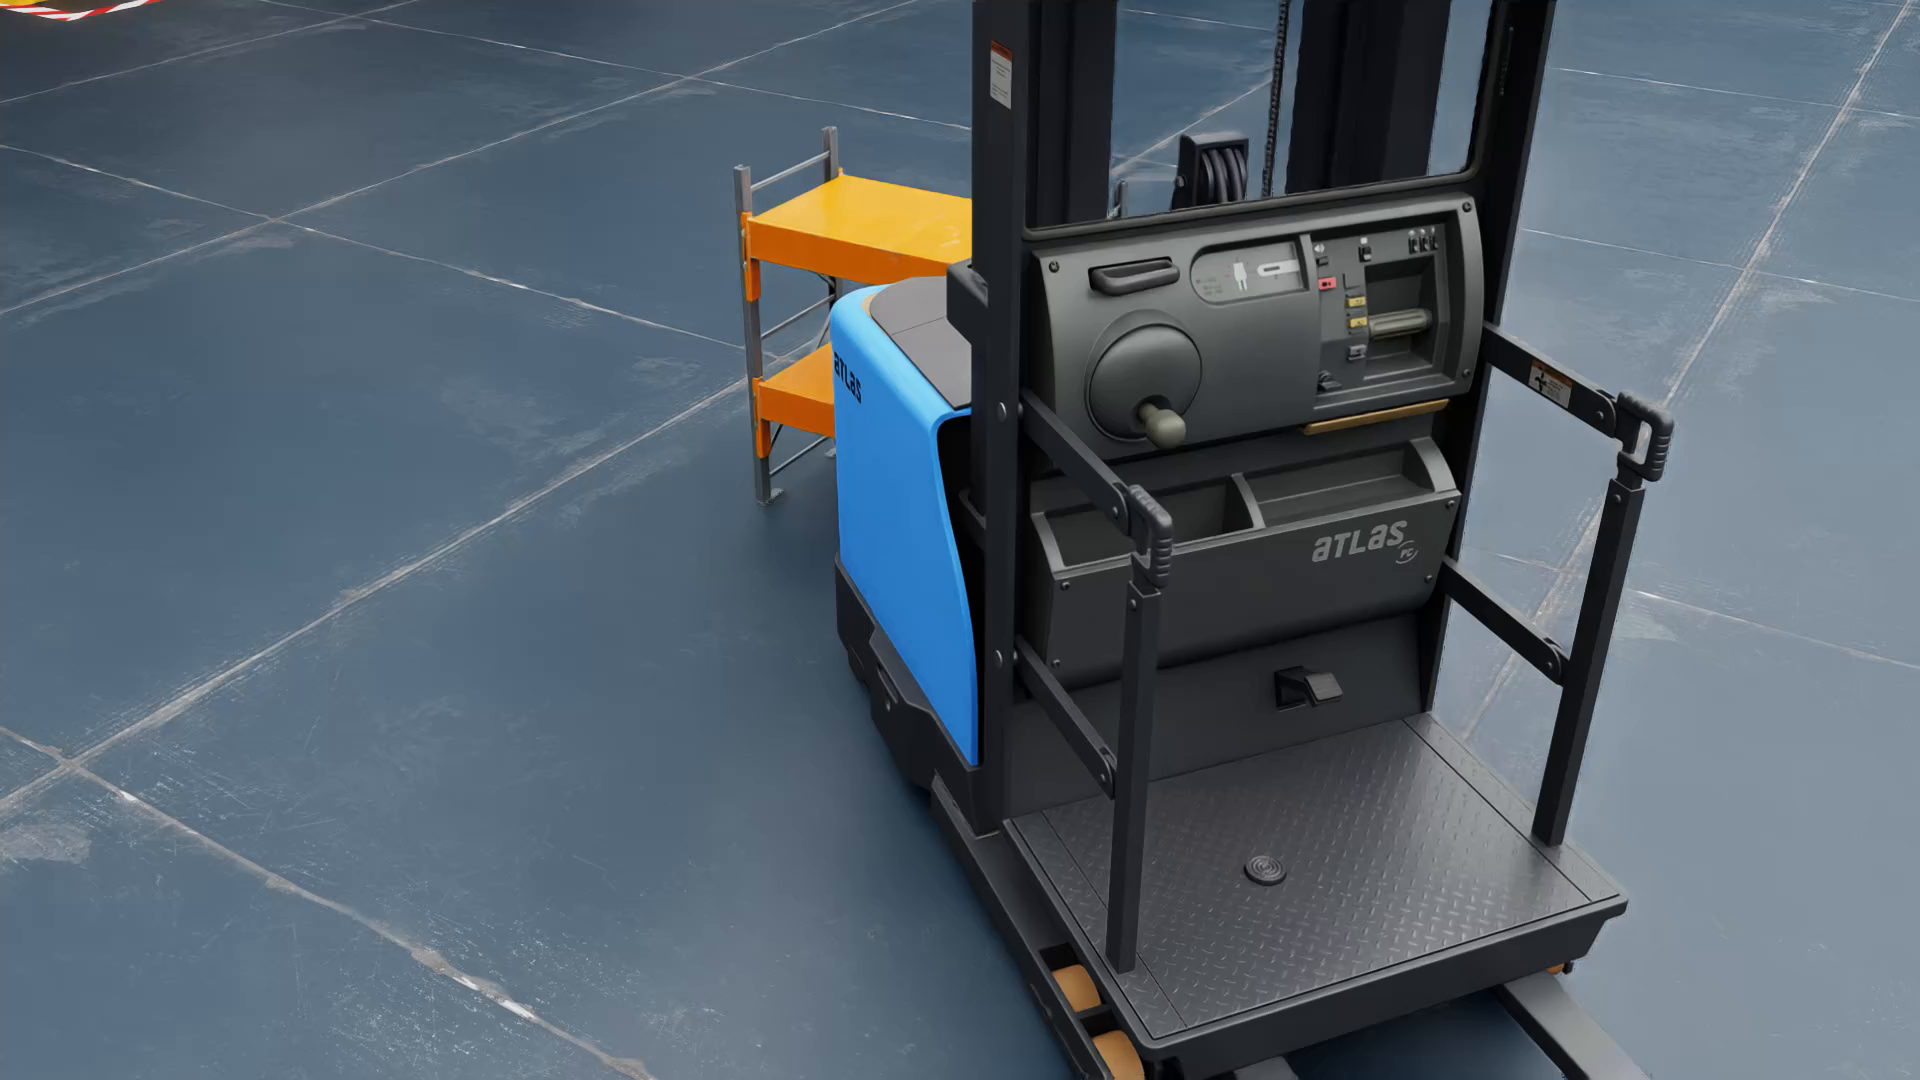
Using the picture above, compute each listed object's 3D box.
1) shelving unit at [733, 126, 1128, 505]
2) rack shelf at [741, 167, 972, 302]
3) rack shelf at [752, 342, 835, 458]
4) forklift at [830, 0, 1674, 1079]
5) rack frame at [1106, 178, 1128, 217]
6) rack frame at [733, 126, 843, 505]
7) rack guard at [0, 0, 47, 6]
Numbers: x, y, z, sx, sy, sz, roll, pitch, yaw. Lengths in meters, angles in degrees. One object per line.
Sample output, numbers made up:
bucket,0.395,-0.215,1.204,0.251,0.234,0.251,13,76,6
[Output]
shelving unit,-0.091,-0.581,5.130,1.048,1.125,0.538,17,34,26
rack shelf,-0.091,-0.834,4.982,1.000,0.278,0.538,17,34,26
rack shelf,-0.091,-0.370,5.253,1.000,0.278,0.538,17,34,26
forklift,0.666,-0.366,2.969,1.130,2.935,3.031,-11,32,-18
rack frame,0.346,-0.450,4.906,0.032,1.125,0.500,17,34,26
rack frame,-0.528,-0.712,5.354,0.032,1.125,0.500,17,34,26
rack guard,-6.438,-4.251,12.040,0.348,0.500,1.175,18,35,27
